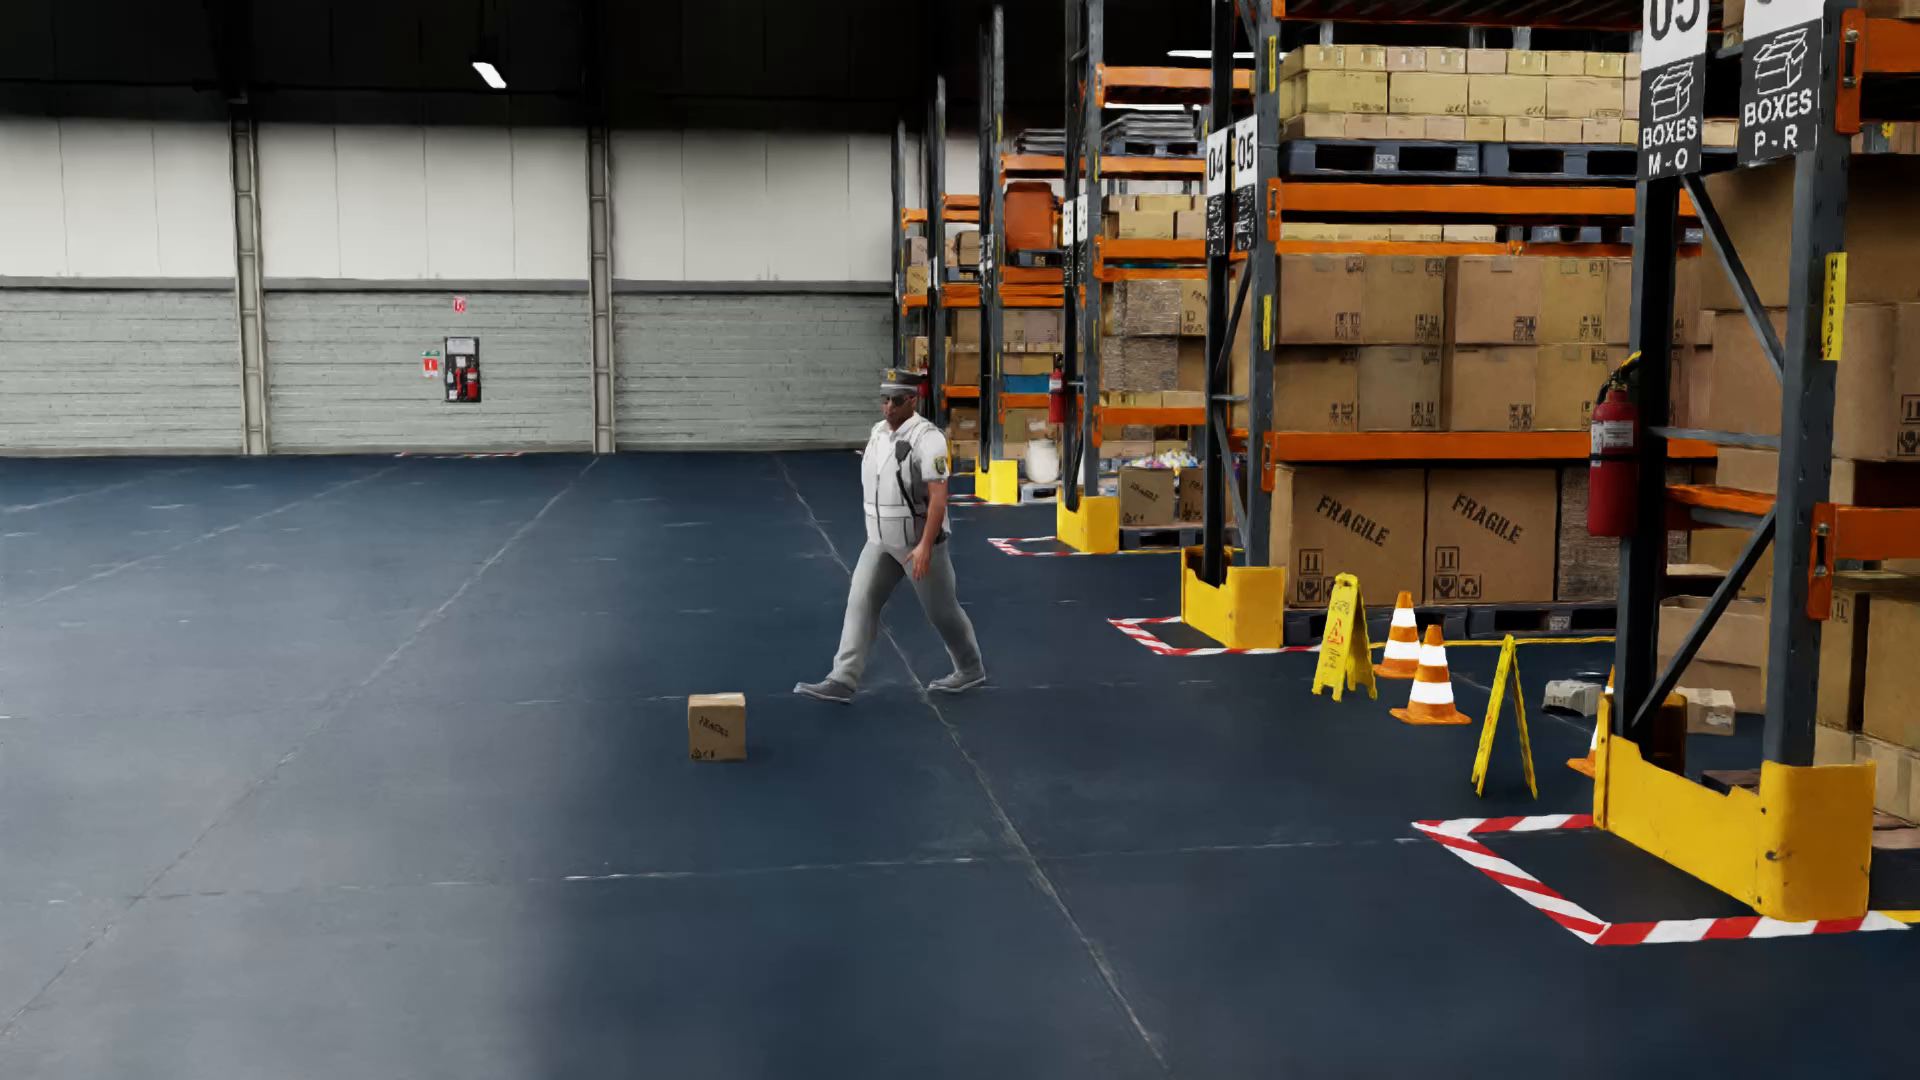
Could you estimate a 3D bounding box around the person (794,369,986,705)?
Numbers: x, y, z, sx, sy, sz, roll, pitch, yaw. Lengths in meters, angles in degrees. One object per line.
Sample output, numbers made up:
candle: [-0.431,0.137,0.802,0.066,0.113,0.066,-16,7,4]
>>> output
person: [-0.316,-0.019,8.386,0.604,1.685,1.072,6,8,40]
